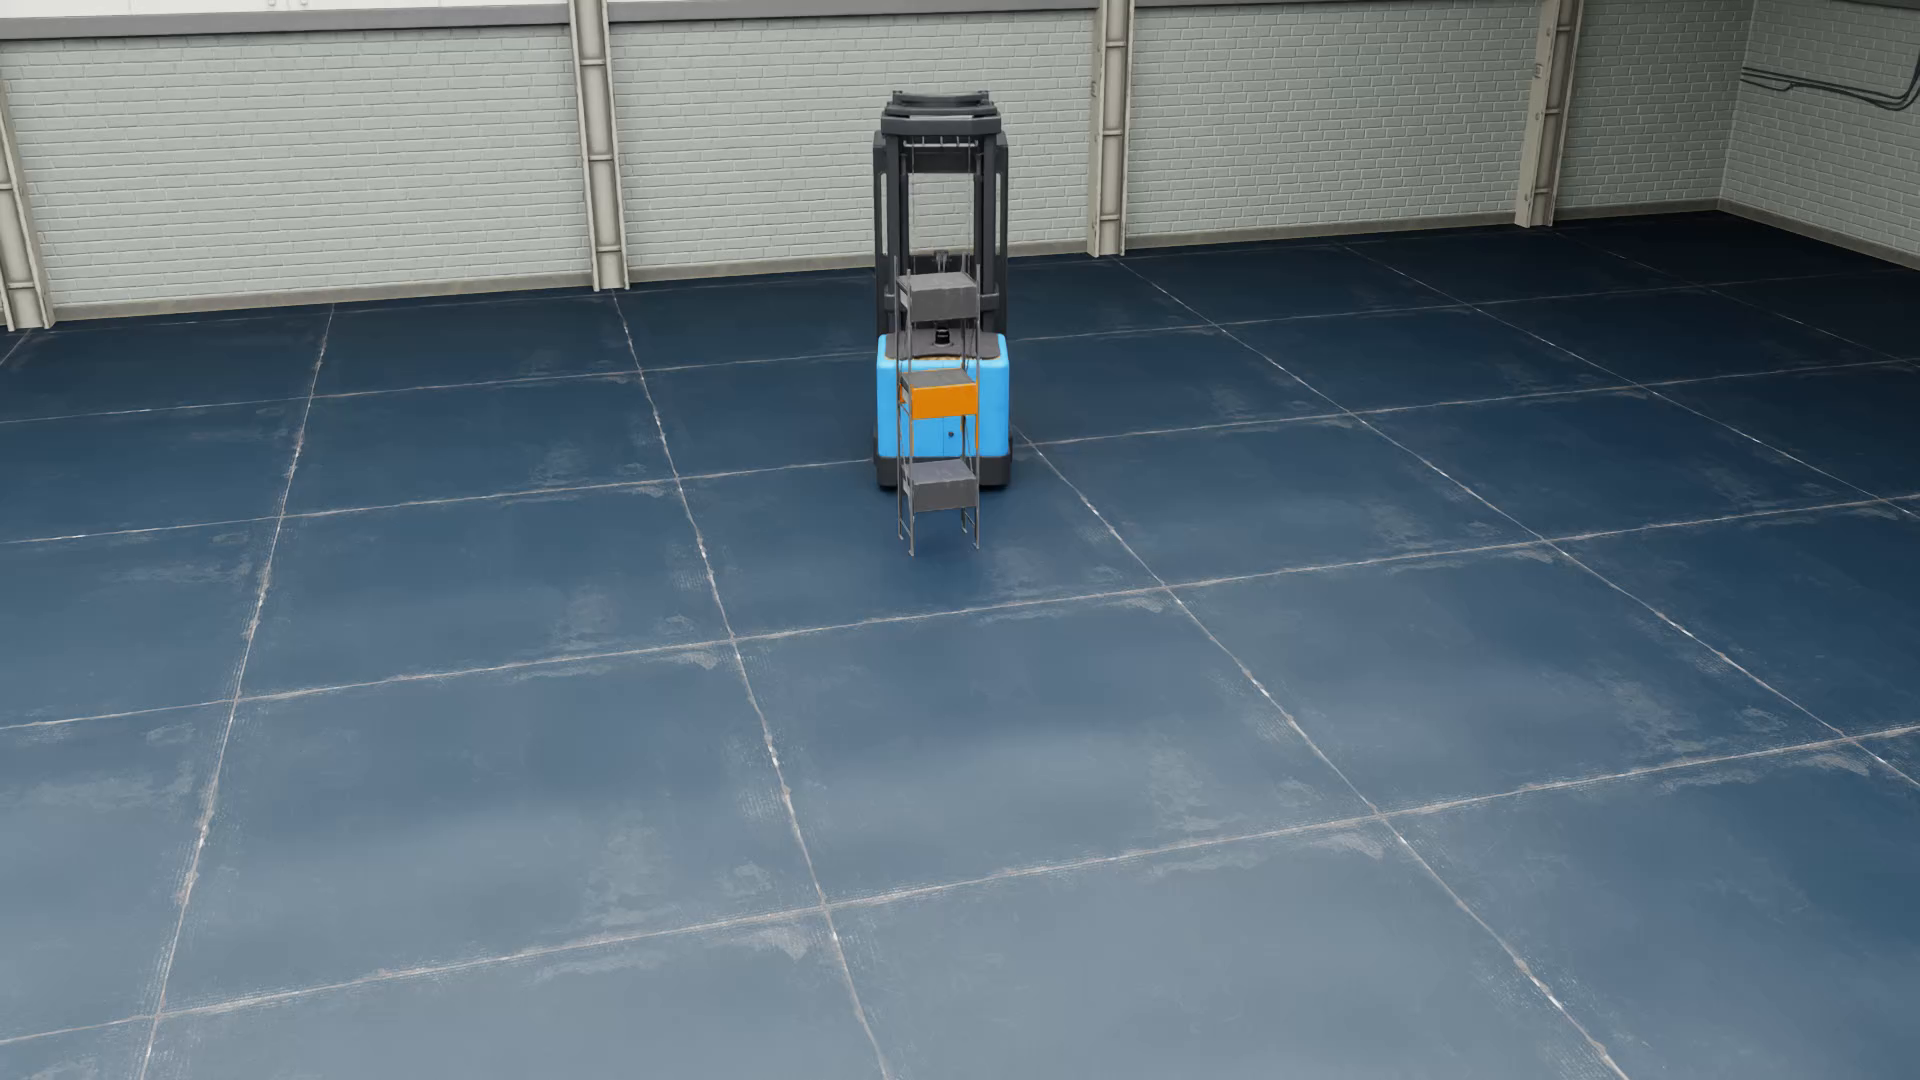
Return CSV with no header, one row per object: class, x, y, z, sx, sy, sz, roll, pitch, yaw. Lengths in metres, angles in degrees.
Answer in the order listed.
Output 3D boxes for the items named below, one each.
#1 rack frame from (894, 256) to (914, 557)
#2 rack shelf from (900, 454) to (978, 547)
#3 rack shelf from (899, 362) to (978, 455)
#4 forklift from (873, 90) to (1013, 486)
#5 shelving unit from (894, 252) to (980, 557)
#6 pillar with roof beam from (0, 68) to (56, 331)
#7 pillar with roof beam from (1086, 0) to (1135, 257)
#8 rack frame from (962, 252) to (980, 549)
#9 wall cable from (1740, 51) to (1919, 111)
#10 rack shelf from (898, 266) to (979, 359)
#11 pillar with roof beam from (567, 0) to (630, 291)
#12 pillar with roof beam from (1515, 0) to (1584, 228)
rack frame,-0.394,-0.921,11.734,0.015,2.100,0.400,-6,24,-14
rack shelf,-0.159,-0.291,12.076,0.480,0.518,0.431,-6,24,-14
rack shelf,-0.159,-0.935,11.800,0.480,0.518,0.431,-6,24,-14
forklift,-0.160,-2.303,13.901,1.130,2.935,3.031,0,23,-1
shelving unit,-0.159,-0.947,11.795,0.503,2.100,0.431,-6,24,-14
pillar with roof beam,-8.600,-4.755,11.921,0.400,9.000,9.100,-6,24,-14
pillar with roof beam,2.954,-6.034,14.900,0.400,9.000,9.100,-6,24,-14
rack frame,0.076,-0.973,11.855,0.015,2.100,0.400,-6,24,-14
wall cable,10.761,-6.692,20.372,0.112,2.526,3.097,-6,24,-14
rack shelf,-0.159,-1.578,11.524,0.480,0.518,0.431,-6,24,-14
pillar with roof beam,-2.823,-5.395,13.410,0.400,9.000,9.100,-6,24,-14
pillar with roof beam,8.731,-6.673,16.389,0.400,9.000,9.100,-6,24,-14
